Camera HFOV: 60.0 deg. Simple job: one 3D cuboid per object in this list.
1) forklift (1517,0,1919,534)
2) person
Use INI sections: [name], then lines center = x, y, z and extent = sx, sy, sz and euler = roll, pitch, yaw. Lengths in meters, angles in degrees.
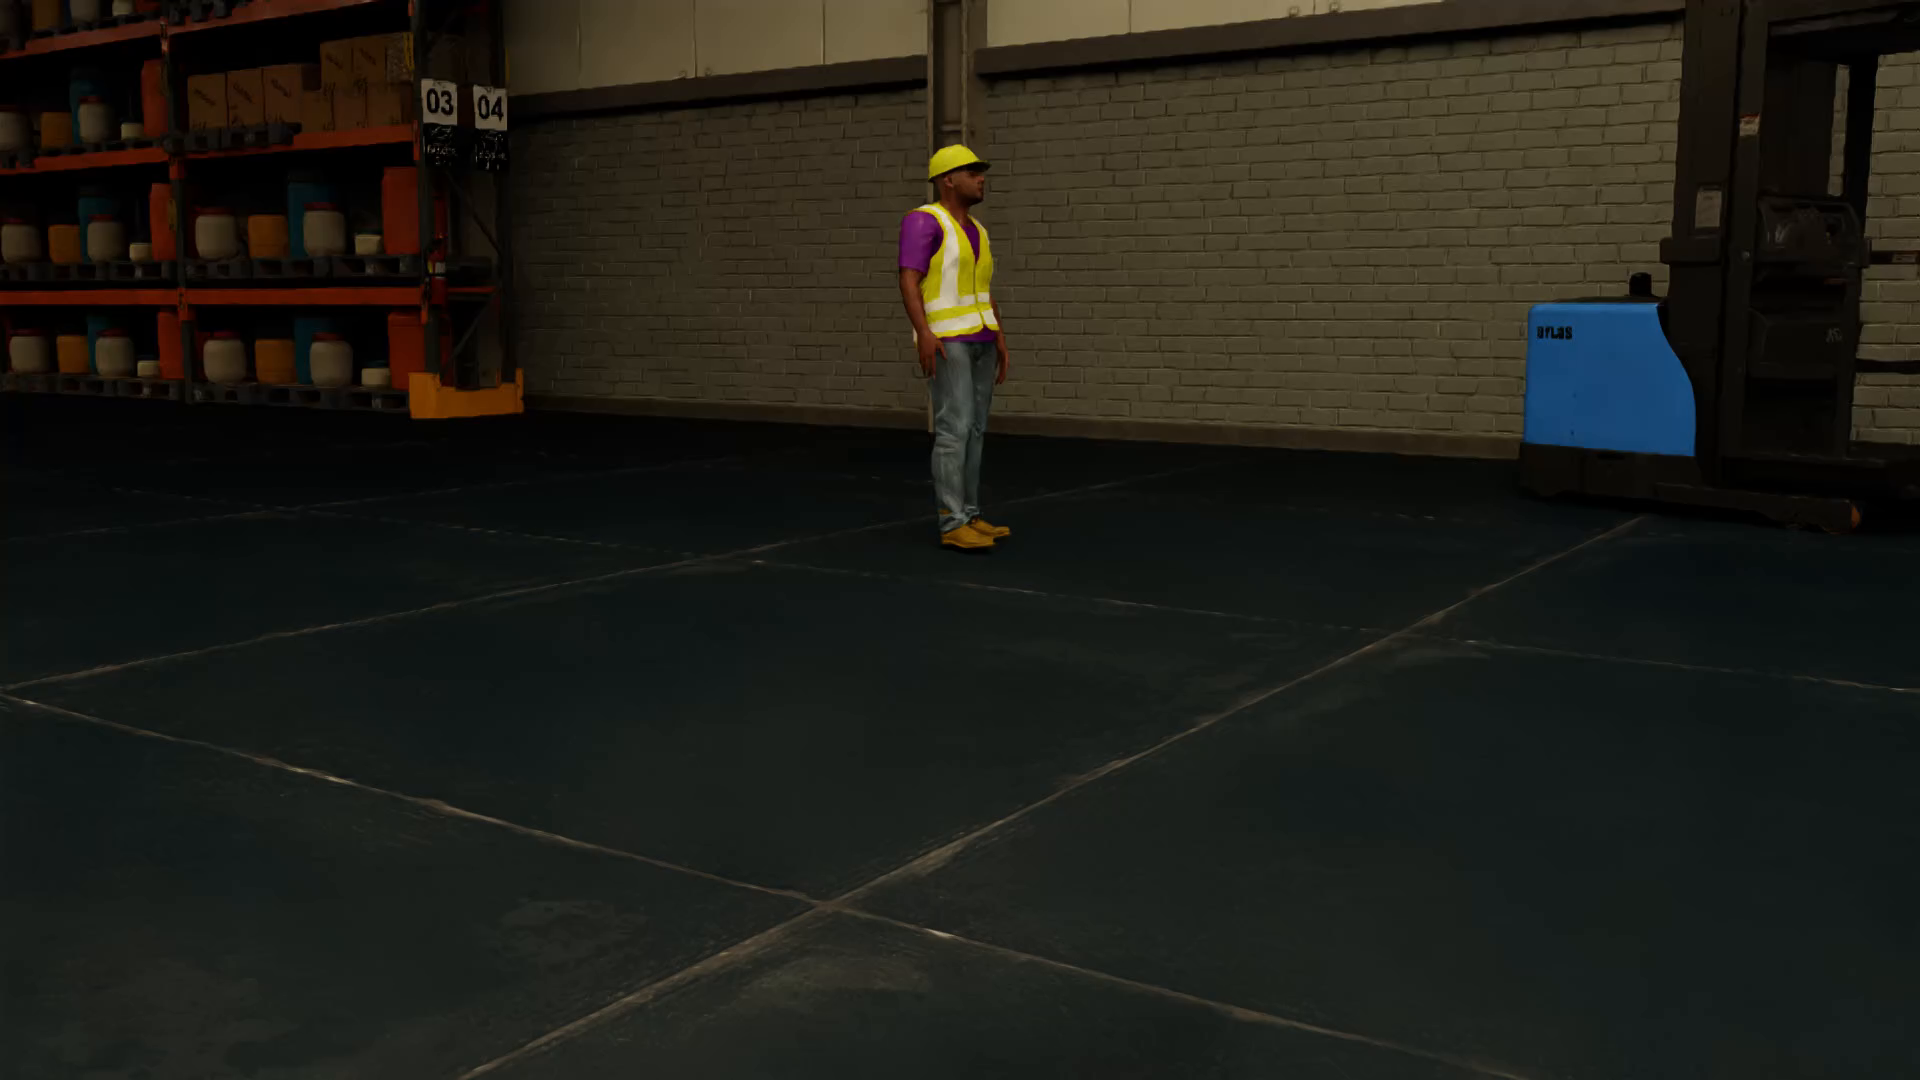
[forklift]
center = 4.364, -1.555, 8.125
extent = 1.130, 2.935, 3.031
euler = -6, 10, -36
[person]
center = 0.055, -0.872, 7.436
extent = 0.576, 1.760, 0.665
euler = 5, 10, 34
